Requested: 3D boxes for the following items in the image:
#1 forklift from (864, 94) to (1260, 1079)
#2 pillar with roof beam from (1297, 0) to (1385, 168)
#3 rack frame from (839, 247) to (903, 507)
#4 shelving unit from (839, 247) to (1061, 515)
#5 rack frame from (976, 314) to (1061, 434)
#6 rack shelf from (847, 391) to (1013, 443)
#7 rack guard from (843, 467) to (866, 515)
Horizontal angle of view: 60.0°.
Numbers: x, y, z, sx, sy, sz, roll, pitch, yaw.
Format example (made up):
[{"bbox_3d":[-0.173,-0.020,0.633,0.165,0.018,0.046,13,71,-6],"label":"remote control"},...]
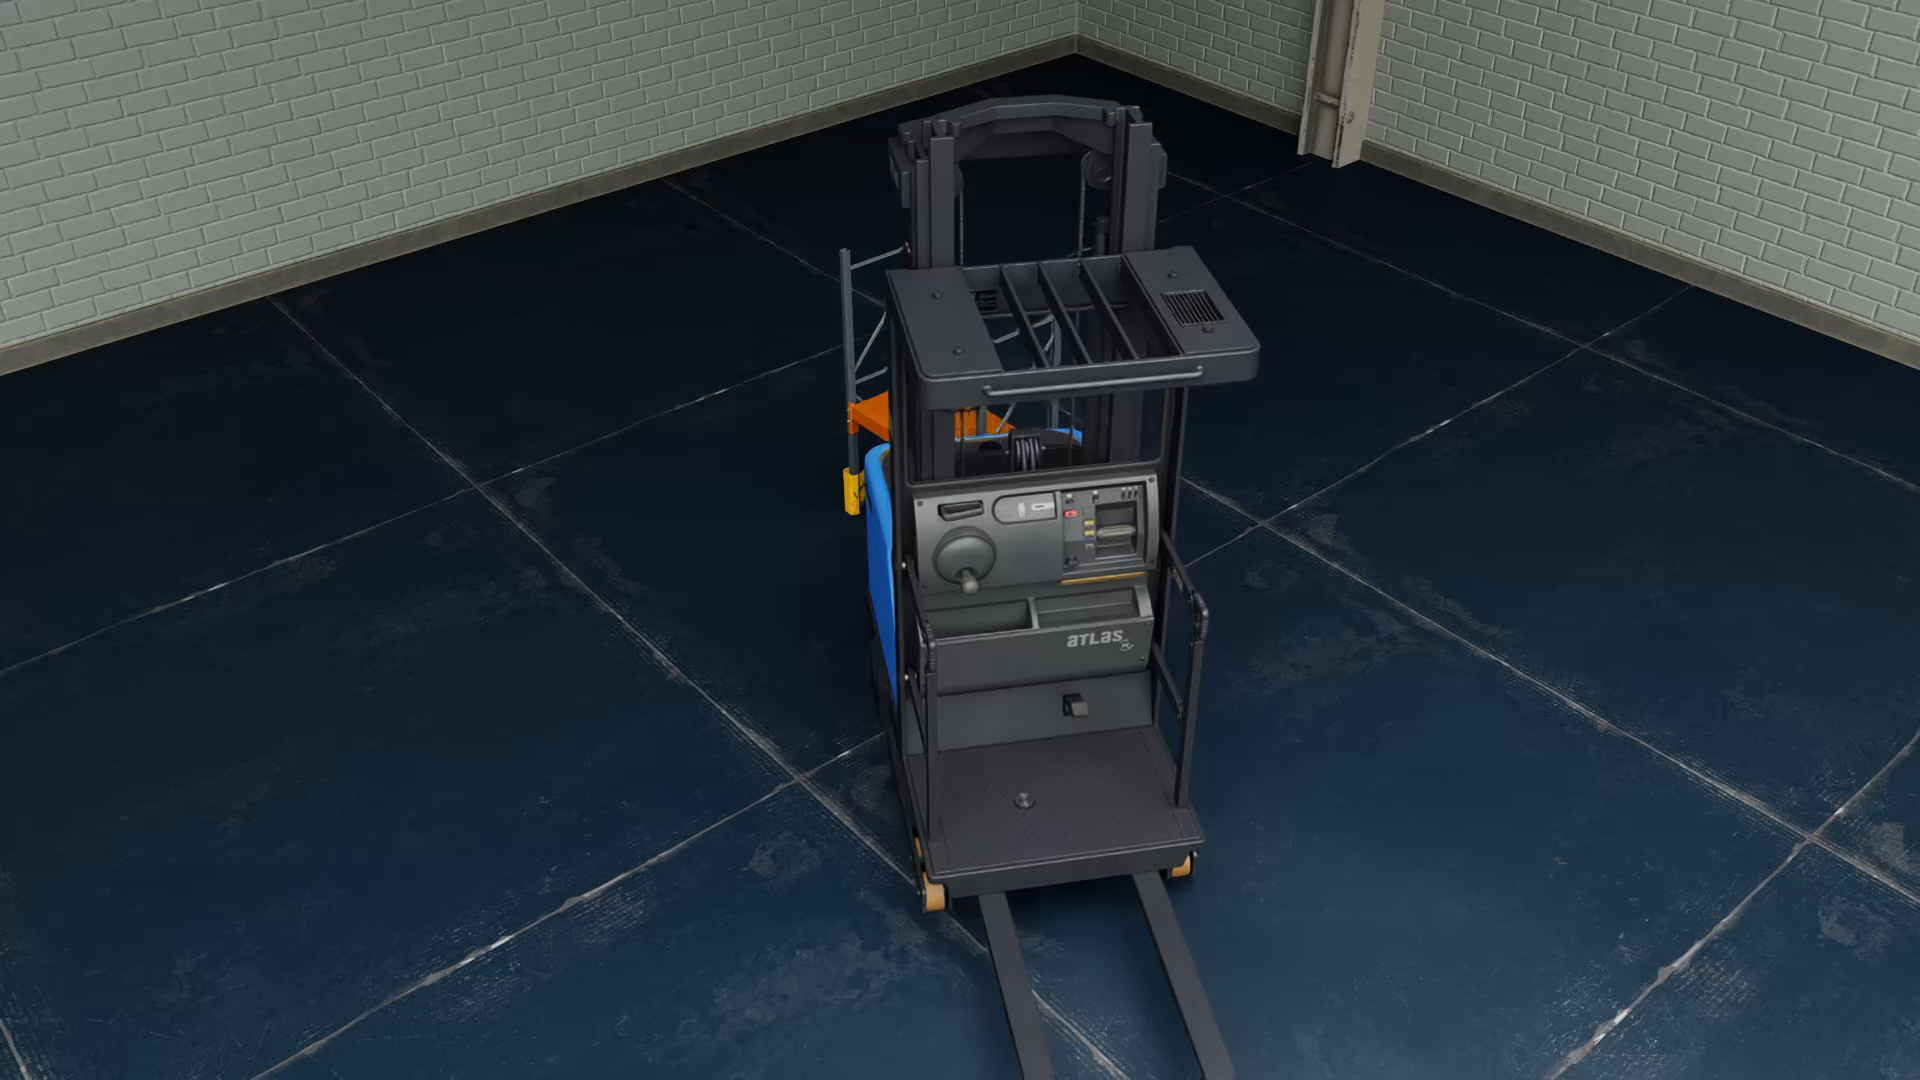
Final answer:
[{"bbox_3d":[0.332,0.040,6.059,1.130,2.935,3.031,-6,36,-8],"label":"forklift"},{"bbox_3d":[-0.437,-5.036,7.975,9.100,9.000,0.400,-26,43,-32],"label":"pillar with roof beam"},{"bbox_3d":[-0.383,-0.874,8.588,0.500,1.500,0.032,-26,43,-32],"label":"rack frame"},{"bbox_3d":[-0.049,-0.646,8.265,0.587,1.500,1.083,-26,43,-32],"label":"shelving unit"},{"bbox_3d":[0.273,-0.425,7.954,0.500,1.500,0.032,-26,43,-32],"label":"rack frame"},{"bbox_3d":[-0.055,-0.503,8.375,0.538,0.185,1.000,-26,43,-32],"label":"rack shelf"},{"bbox_3d":[-0.371,-0.356,8.937,0.587,0.250,0.087,-26,43,-32],"label":"rack guard"}]
